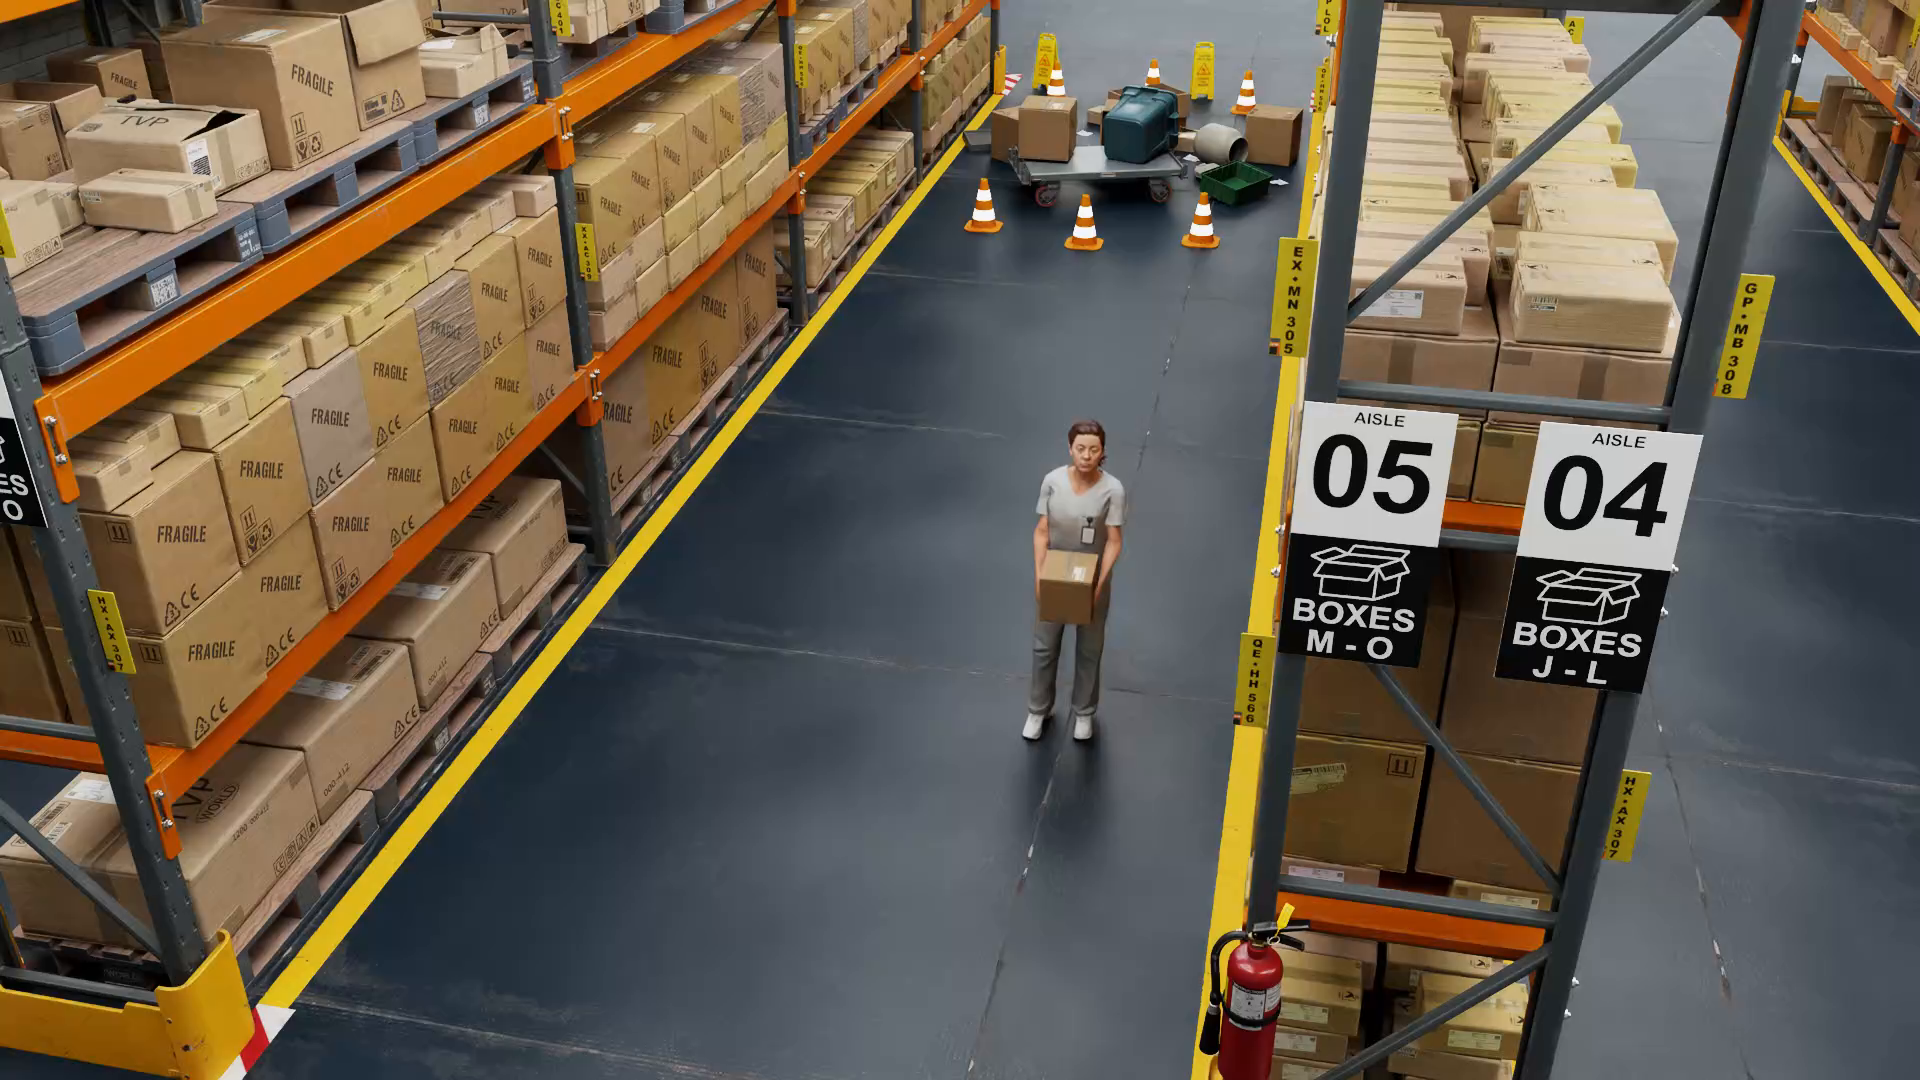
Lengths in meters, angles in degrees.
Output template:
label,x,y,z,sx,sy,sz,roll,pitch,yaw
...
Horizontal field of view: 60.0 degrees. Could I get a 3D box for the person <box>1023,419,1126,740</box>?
label,x,y,z,sx,sy,sz,roll,pitch,yaw
person,0.572,0.225,8.208,0.452,1.674,0.534,6,29,11
